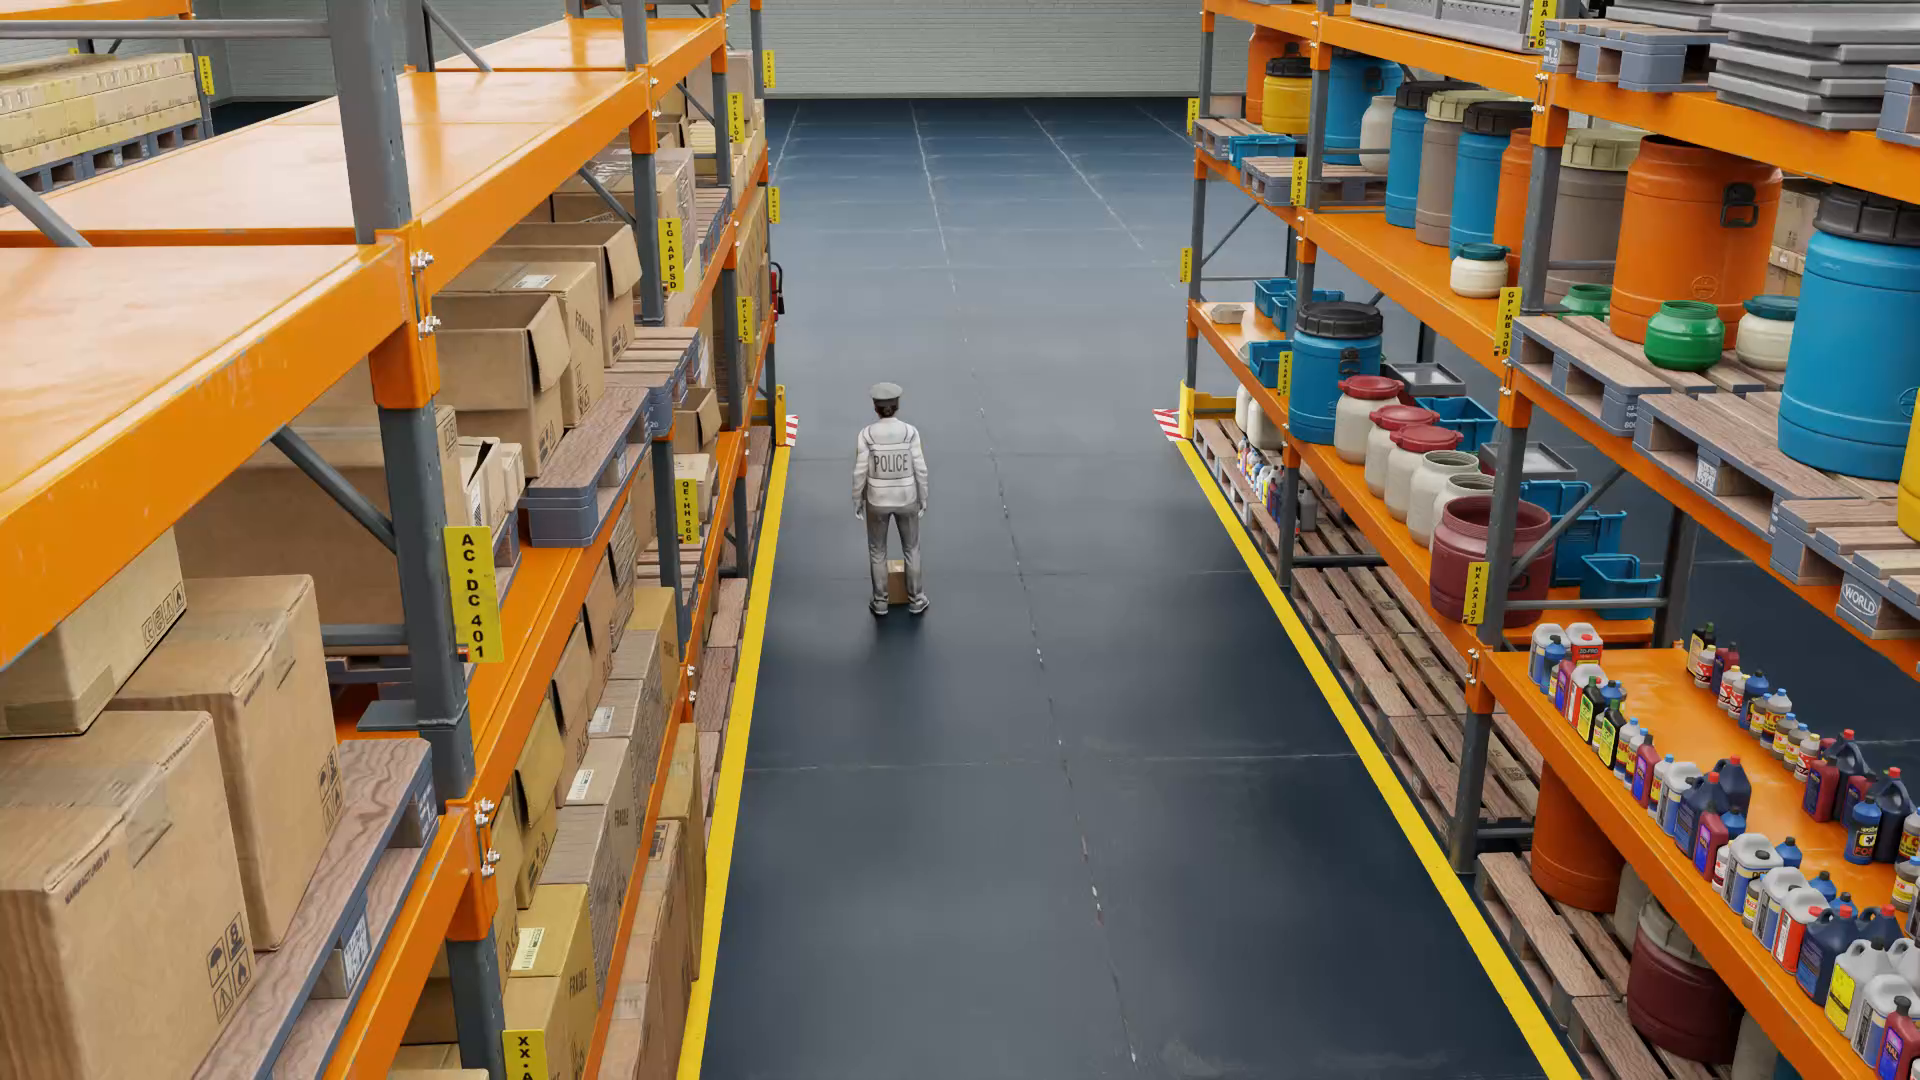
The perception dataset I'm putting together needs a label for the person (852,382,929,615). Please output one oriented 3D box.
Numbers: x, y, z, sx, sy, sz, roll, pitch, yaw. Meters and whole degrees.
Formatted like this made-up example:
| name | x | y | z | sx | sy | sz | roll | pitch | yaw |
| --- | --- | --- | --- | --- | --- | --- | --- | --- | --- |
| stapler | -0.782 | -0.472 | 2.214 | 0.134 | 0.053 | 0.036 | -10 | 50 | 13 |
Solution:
| name | x | y | z | sx | sy | sz | roll | pitch | yaw |
| --- | --- | --- | --- | --- | --- | --- | --- | --- | --- |
| person | -0.491 | -0.270 | 11.789 | 0.546 | 1.667 | 0.369 | -2 | 21 | -6 |
